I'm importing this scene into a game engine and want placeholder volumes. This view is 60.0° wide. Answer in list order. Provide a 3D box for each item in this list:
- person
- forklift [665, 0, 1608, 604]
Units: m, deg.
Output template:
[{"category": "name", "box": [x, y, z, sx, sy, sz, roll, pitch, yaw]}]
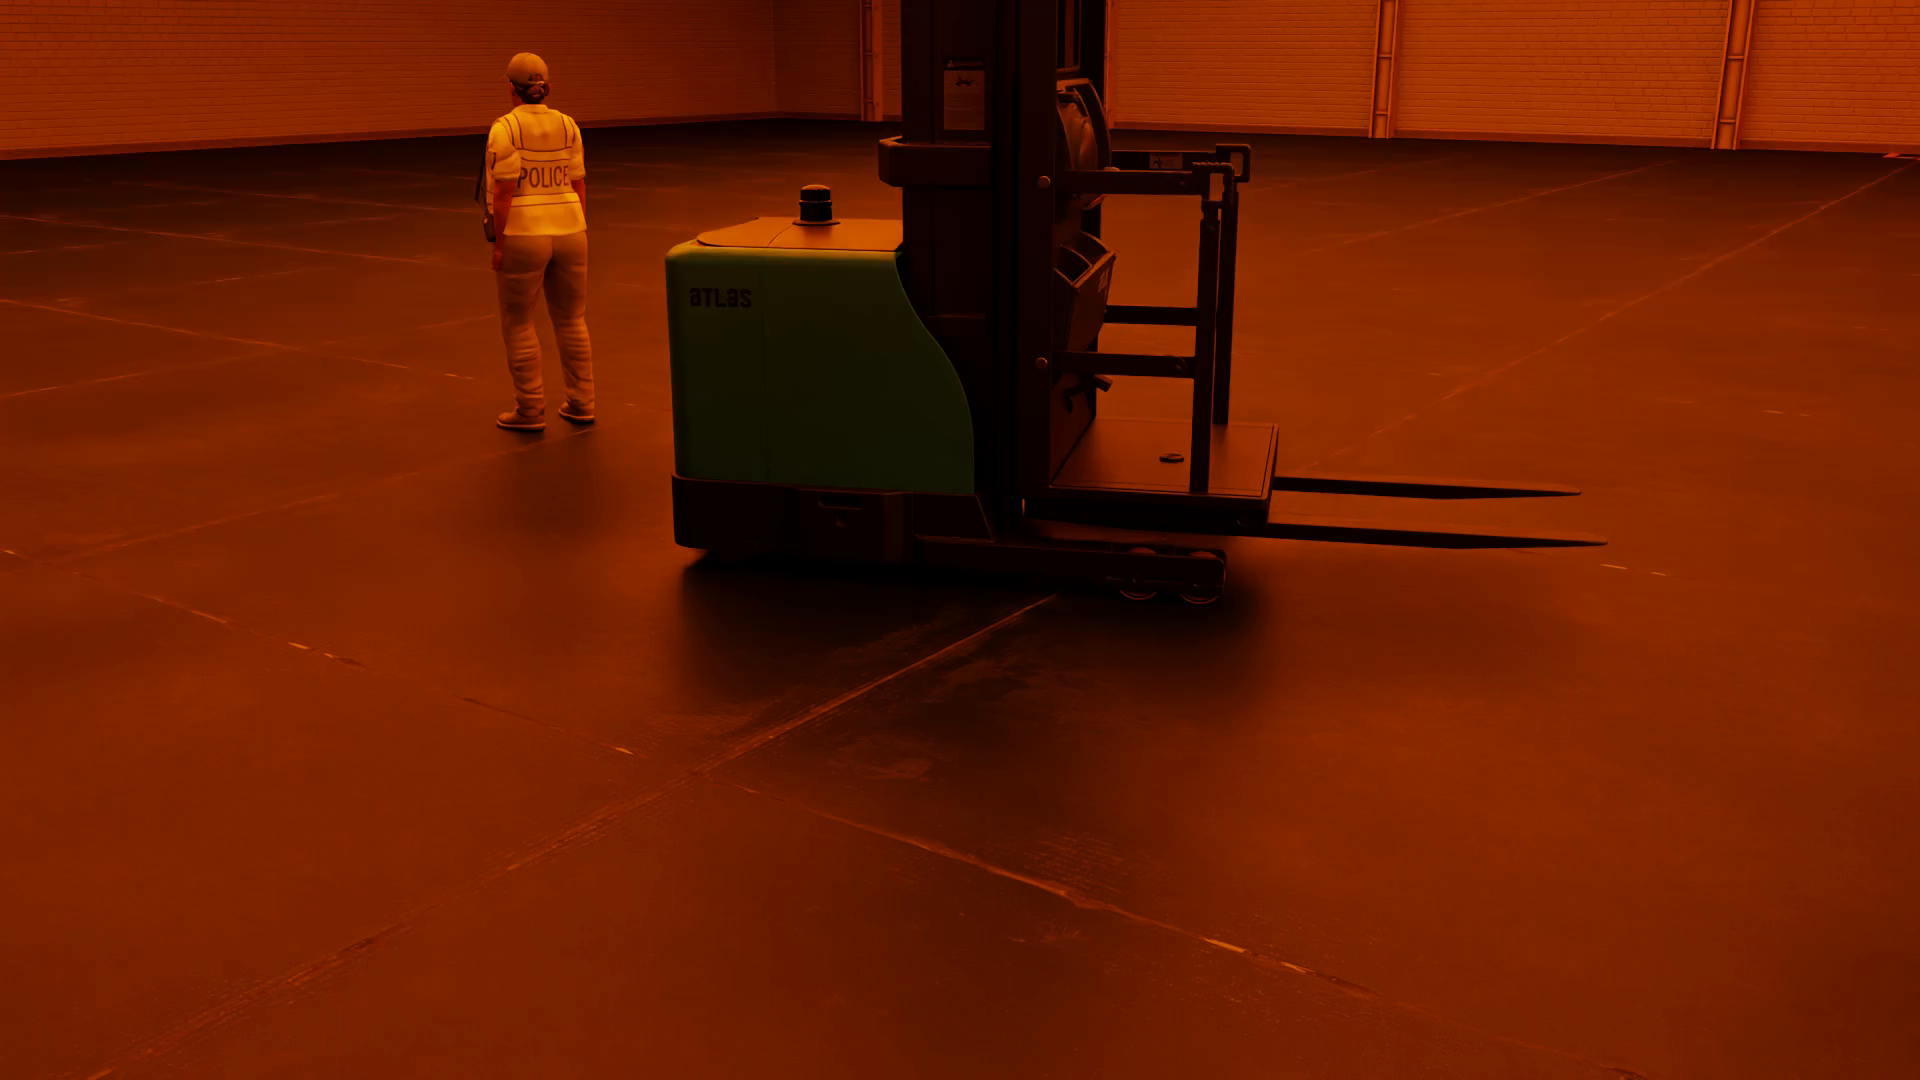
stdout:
[{"category": "person", "box": [-1.917, -1.338, 7.529, 0.471, 1.668, 0.360, -15, 22, -40]}, {"category": "forklift", "box": [0.595, -1.367, 5.404, 3.031, 2.935, 1.130, 4, 17, 12]}]
